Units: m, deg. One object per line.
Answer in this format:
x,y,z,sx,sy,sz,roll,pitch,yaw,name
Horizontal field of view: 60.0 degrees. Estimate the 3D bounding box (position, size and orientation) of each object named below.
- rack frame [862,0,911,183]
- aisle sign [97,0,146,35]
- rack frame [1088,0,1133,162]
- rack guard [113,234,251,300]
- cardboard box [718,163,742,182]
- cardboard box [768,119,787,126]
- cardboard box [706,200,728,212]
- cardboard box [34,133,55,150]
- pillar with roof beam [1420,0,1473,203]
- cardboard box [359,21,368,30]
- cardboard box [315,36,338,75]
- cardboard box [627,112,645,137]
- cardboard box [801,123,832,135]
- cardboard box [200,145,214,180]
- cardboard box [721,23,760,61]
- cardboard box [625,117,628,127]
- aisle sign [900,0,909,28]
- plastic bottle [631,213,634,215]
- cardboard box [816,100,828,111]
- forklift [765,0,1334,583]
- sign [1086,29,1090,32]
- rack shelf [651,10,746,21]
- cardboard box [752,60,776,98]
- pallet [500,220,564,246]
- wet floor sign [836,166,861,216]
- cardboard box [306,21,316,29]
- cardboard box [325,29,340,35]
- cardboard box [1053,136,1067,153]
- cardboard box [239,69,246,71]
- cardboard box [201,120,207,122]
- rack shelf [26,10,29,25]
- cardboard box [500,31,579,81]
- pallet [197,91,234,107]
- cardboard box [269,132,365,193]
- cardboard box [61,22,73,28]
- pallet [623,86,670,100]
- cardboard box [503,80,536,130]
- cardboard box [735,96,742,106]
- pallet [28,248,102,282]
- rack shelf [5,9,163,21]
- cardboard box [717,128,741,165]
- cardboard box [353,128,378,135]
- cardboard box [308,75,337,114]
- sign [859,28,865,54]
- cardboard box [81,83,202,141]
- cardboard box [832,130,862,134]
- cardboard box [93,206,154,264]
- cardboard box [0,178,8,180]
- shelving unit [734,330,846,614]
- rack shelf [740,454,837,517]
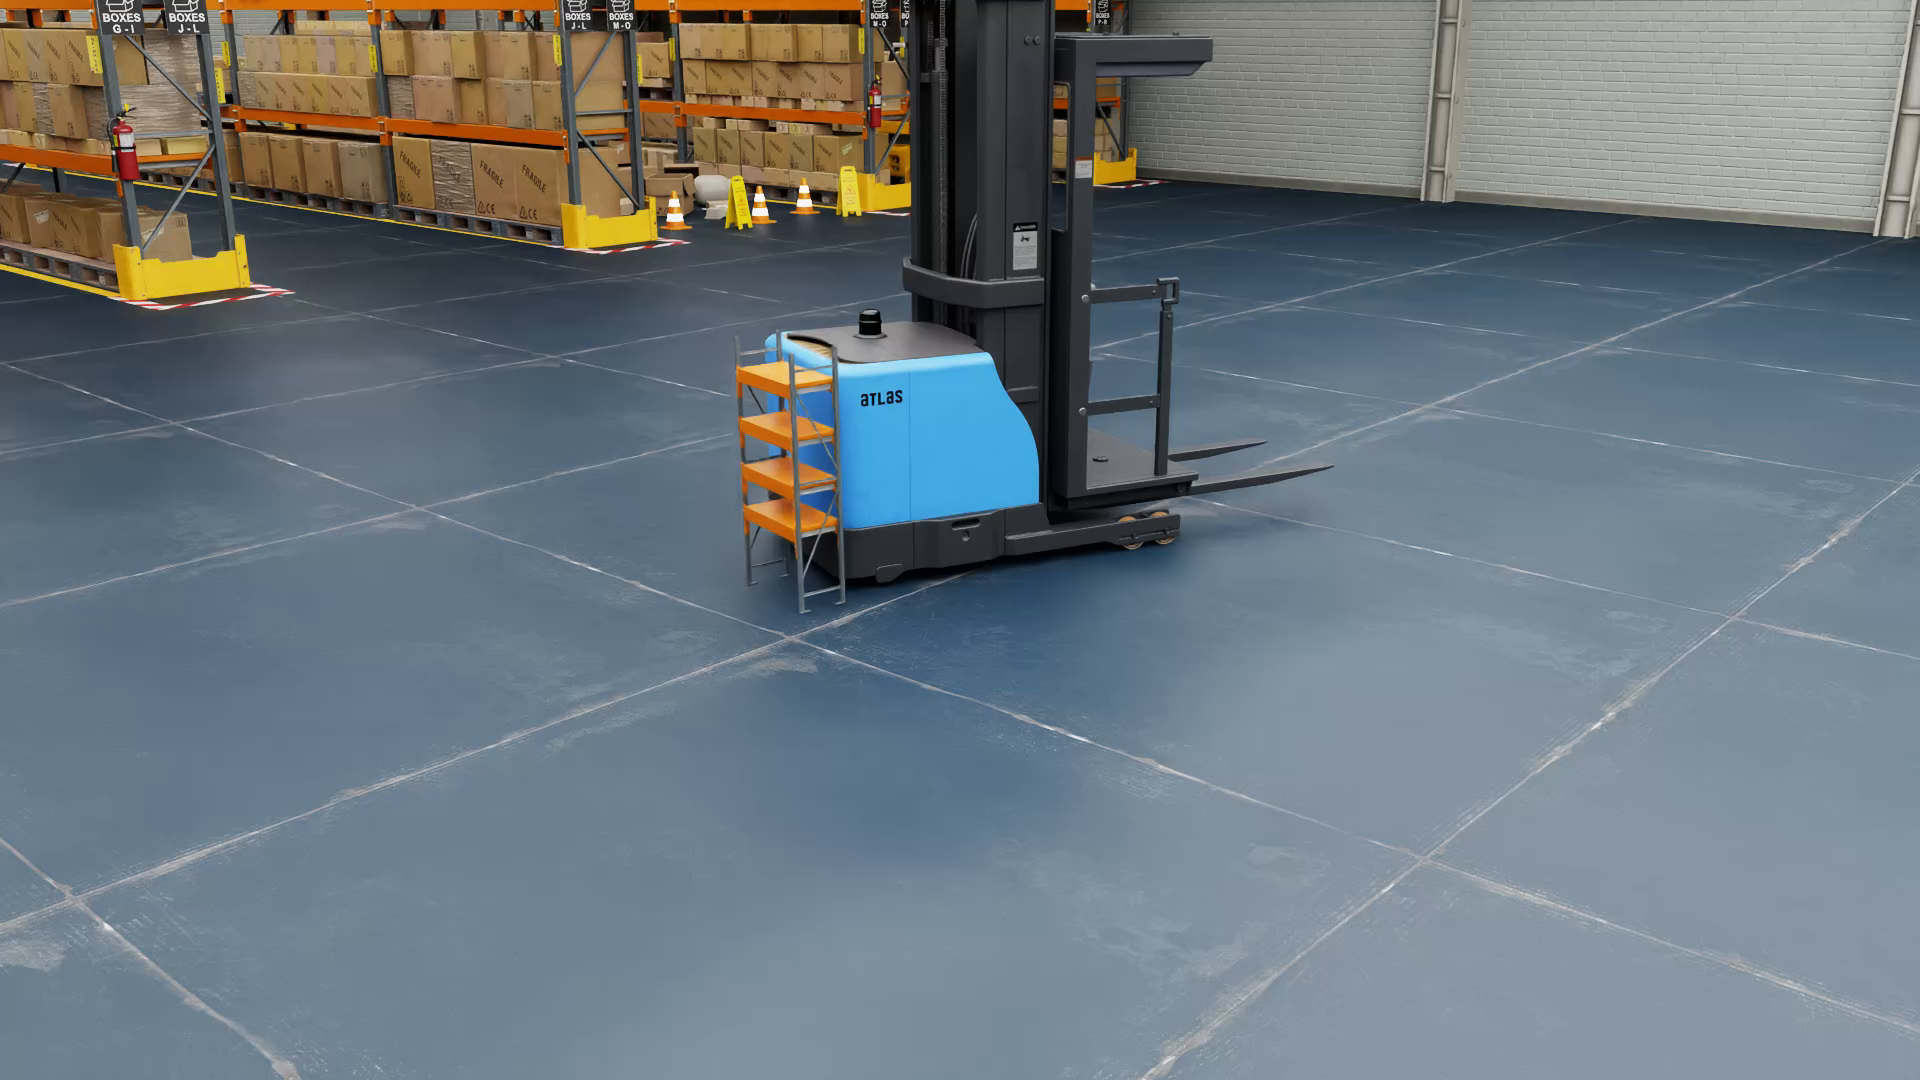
-0.931,-6.088,22.837,0.127,3.000,1.000,15,23,39,rack frame
-7.662,-5.005,15.125,0.004,0.787,0.394,15,23,39,aisle sign
2.360,-7.212,26.378,0.127,3.000,1.000,15,23,39,rack frame
-7.566,-2.670,16.198,0.348,0.500,1.175,15,23,39,rack guard
-3.254,-5.497,24.824,0.500,0.250,0.500,17,24,42,cardboard box
-3.166,-7.758,31.330,0.625,0.625,0.875,16,24,41,cardboard box
-3.252,-4.535,22.657,0.380,0.149,0.250,-6,18,-18,cardboard box
-9.051,-4.014,16.717,0.250,0.149,0.380,15,23,39,cardboard box
4.068,-8.236,19.688,0.400,9.000,9.100,15,23,39,pillar with roof beam
-10.855,-9.497,30.688,0.250,0.149,0.380,15,23,39,cardboard box
-8.272,-6.578,22.562,0.500,0.500,0.700,15,23,40,cardboard box
-6.402,-8.482,33.818,0.500,0.500,0.500,16,24,42,cardboard box
-2.023,-5.805,23.483,0.250,0.149,0.380,16,24,41,cardboard box
-11.177,-5.741,25.181,0.500,0.500,0.500,16,24,41,cardboard box
-3.013,-7.206,24.047,0.500,0.500,0.700,14,23,38,cardboard box
-6.952,-8.726,34.899,0.500,0.311,0.500,16,24,41,cardboard box
-0.679,-7.385,22.625,0.004,0.787,0.394,15,23,39,aisle sign
-4.278,-4.337,22.176,0.283,0.061,0.133,7,19,21,plastic bottle
-1.794,-6.077,23.217,0.250,0.149,0.380,15,23,38,cardboard box
0.564,-1.482,8.436,3.031,2.935,1.130,-9,20,-25,forklift
1.990,-7.757,25.789,0.005,0.325,0.100,15,23,39,sign
-5.119,-10.307,32.359,4.000,0.370,1.077,15,23,39,rack shelf
-2.630,-6.633,23.897,0.500,0.500,0.500,15,23,40,cardboard box
-4.792,-3.762,20.116,1.213,0.211,1.003,15,23,39,pallet
-1.500,-4.686,22.310,0.267,0.644,0.232,-9,20,-27,wet floor sign
-12.246,-9.837,31.758,0.250,0.149,0.380,14,22,38,cardboard box
-11.574,-9.360,31.329,0.500,0.500,0.500,15,23,39,cardboard box
1.789,-6.367,26.739,0.500,0.250,0.500,15,23,39,cardboard box
-10.558,-6.973,24.854,0.250,0.149,0.380,16,24,42,cardboard box
-12.016,-6.525,26.411,0.500,0.250,0.500,16,24,42,cardboard box
-11.997,-6.138,19.223,4.000,0.370,1.077,15,23,39,rack shelf
-4.866,-5.707,19.602,0.550,0.550,0.875,15,23,39,cardboard box
-10.729,-6.582,24.709,1.003,0.211,1.213,15,23,39,pallet
-9.073,-5.365,23.582,0.750,0.750,1.050,15,23,40,cardboard box
-14.412,-8.265,27.386,0.500,0.500,0.500,16,23,41,cardboard box
-5.407,-7.215,26.704,1.213,0.211,1.003,15,23,39,pallet
-4.875,-5.189,19.756,0.550,0.550,0.875,15,23,39,cardboard box
-3.076,-6.446,24.381,0.250,0.149,0.380,15,23,39,cardboard box
-9.059,-2.948,17.553,1.213,0.211,1.003,15,23,39,pallet
-14.613,-8.846,27.756,4.000,0.370,1.077,15,23,39,rack shelf
-3.253,-5.854,24.710,0.500,0.500,0.500,16,24,41,cardboard box
-10.975,-7.807,31.792,0.875,0.438,0.875,14,22,38,cardboard box
-8.457,-6.046,22.538,0.500,0.500,0.500,15,23,40,cardboard box
-1.315,-6.669,22.231,0.005,0.325,0.100,15,23,39,sign
-7.903,-4.152,16.079,0.500,0.500,0.875,15,23,39,cardboard box
-1.763,-5.668,24.125,0.500,0.500,0.500,14,22,37,cardboard box
-8.435,-3.096,16.847,0.500,0.500,0.500,-11,21,-31,cardboard box
-11.709,-4.008,19.687,0.500,0.500,0.700,13,22,35,cardboard box
-0.779,-0.317,7.622,0.258,1.200,0.503,-13,22,-34,shelving unit
-0.778,-0.253,7.643,0.258,0.148,0.480,-13,22,-34,rack shelf
